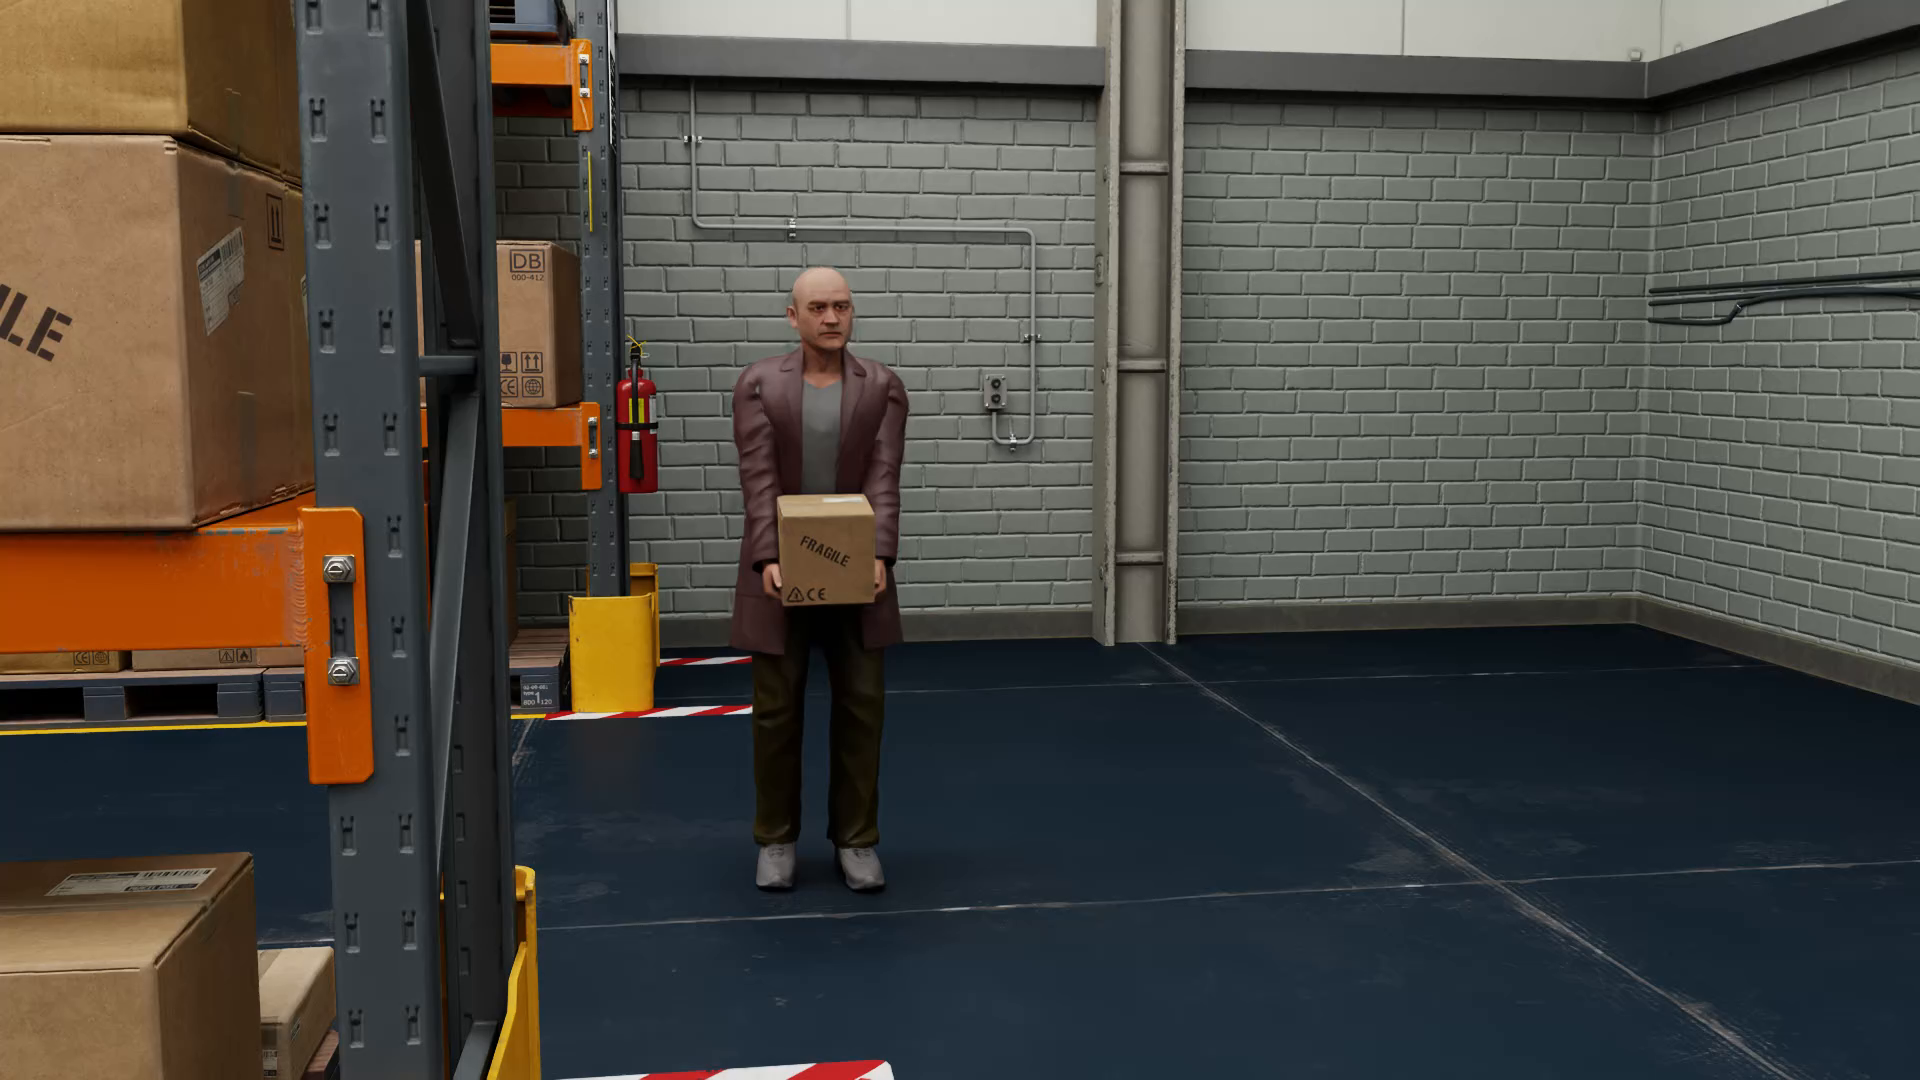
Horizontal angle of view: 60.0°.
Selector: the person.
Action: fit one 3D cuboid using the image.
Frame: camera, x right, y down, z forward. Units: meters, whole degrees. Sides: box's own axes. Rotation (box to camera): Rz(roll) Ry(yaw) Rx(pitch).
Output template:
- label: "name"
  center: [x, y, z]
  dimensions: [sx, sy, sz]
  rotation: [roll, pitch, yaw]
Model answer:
- label: "person"
  center: [-0.398, 0.115, 4.766]
  dimensions: [0.528, 1.779, 0.569]
  rotation: [-1, 6, -10]
